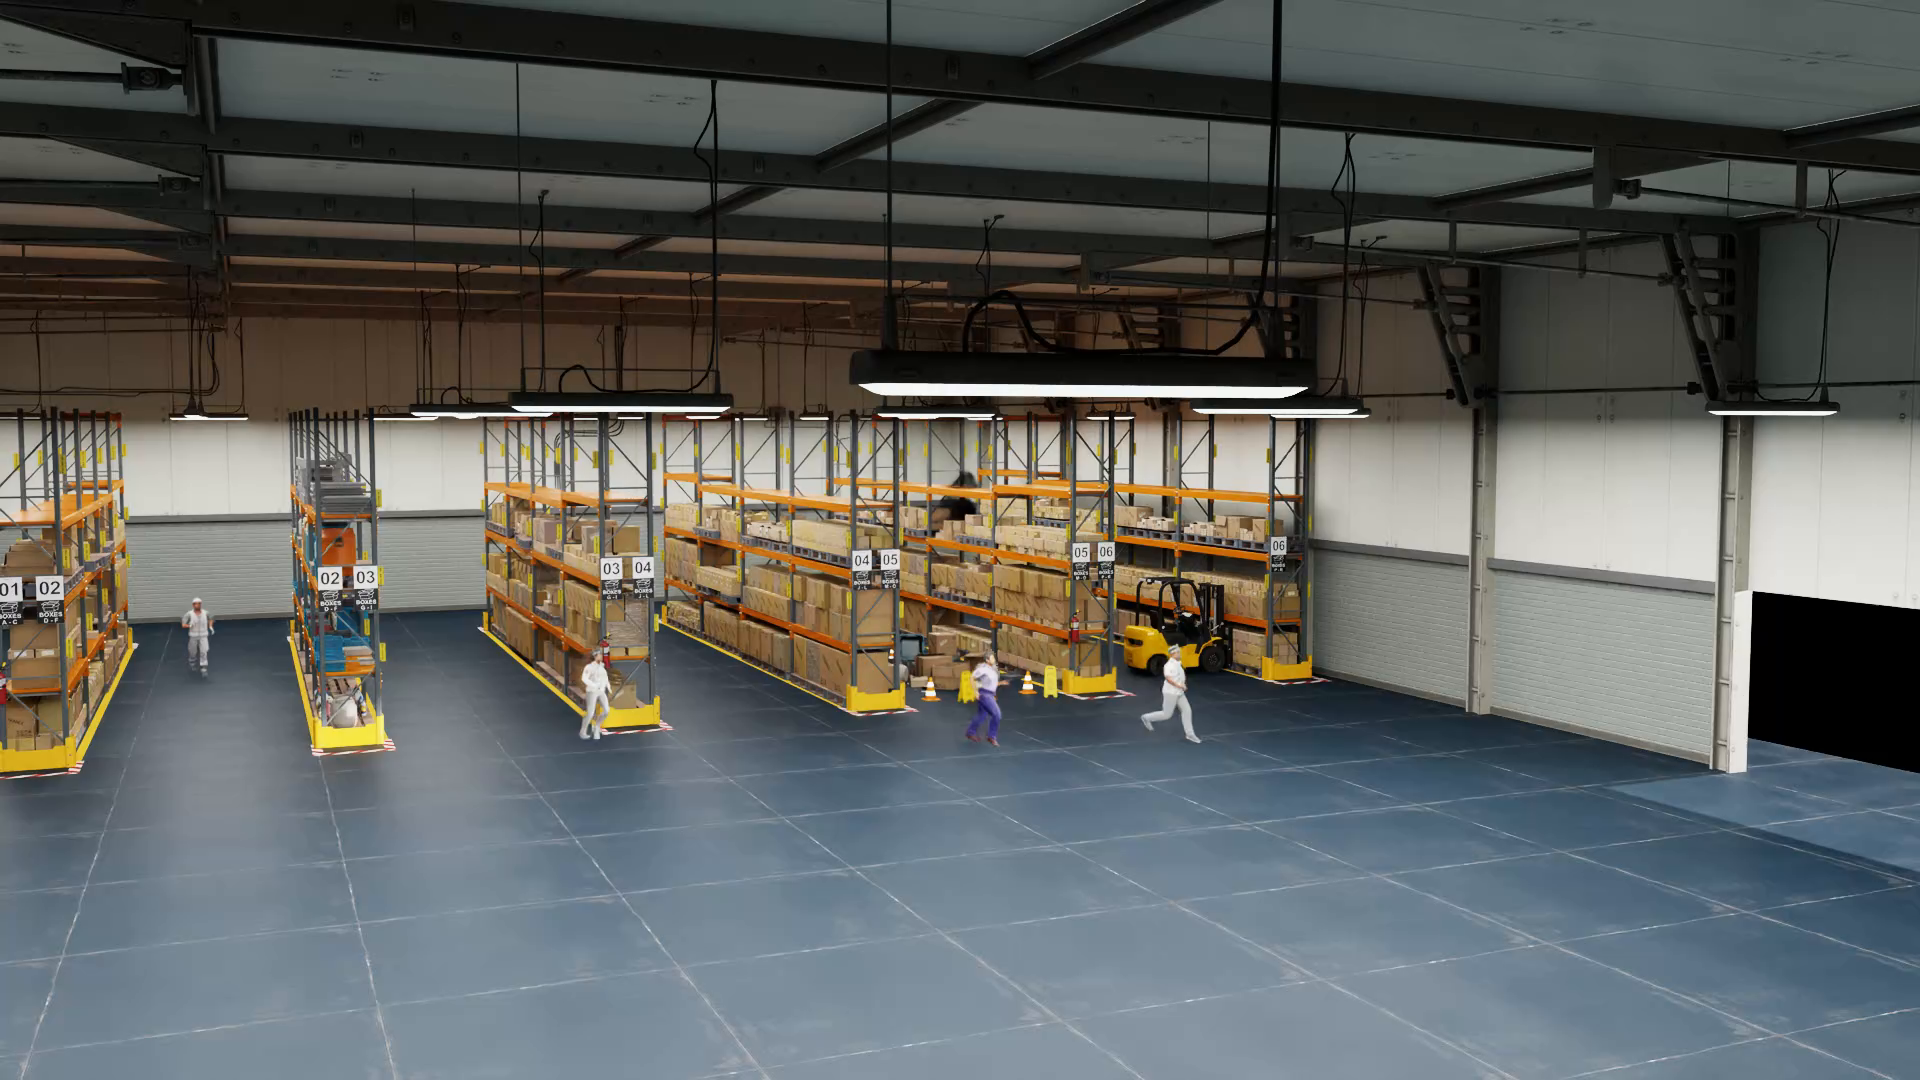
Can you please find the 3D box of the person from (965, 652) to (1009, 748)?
[{"bbox_3d":[0.476,2.841,29.543,0.808,1.701,0.571,1,4,13],"label":"person"}]

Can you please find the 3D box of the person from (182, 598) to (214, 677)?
[{"bbox_3d":[-17.165,2.185,37.471,0.668,1.765,0.998,-2,5,-31],"label":"person"}]

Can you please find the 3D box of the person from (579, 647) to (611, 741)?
[{"bbox_3d":[-6.572,2.782,30.170,0.582,1.676,0.684,3,5,38],"label":"person"}]

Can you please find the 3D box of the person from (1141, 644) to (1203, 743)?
[{"bbox_3d":[3.820,2.764,29.967,1.114,1.792,0.633,2,4,26],"label":"person"}]
